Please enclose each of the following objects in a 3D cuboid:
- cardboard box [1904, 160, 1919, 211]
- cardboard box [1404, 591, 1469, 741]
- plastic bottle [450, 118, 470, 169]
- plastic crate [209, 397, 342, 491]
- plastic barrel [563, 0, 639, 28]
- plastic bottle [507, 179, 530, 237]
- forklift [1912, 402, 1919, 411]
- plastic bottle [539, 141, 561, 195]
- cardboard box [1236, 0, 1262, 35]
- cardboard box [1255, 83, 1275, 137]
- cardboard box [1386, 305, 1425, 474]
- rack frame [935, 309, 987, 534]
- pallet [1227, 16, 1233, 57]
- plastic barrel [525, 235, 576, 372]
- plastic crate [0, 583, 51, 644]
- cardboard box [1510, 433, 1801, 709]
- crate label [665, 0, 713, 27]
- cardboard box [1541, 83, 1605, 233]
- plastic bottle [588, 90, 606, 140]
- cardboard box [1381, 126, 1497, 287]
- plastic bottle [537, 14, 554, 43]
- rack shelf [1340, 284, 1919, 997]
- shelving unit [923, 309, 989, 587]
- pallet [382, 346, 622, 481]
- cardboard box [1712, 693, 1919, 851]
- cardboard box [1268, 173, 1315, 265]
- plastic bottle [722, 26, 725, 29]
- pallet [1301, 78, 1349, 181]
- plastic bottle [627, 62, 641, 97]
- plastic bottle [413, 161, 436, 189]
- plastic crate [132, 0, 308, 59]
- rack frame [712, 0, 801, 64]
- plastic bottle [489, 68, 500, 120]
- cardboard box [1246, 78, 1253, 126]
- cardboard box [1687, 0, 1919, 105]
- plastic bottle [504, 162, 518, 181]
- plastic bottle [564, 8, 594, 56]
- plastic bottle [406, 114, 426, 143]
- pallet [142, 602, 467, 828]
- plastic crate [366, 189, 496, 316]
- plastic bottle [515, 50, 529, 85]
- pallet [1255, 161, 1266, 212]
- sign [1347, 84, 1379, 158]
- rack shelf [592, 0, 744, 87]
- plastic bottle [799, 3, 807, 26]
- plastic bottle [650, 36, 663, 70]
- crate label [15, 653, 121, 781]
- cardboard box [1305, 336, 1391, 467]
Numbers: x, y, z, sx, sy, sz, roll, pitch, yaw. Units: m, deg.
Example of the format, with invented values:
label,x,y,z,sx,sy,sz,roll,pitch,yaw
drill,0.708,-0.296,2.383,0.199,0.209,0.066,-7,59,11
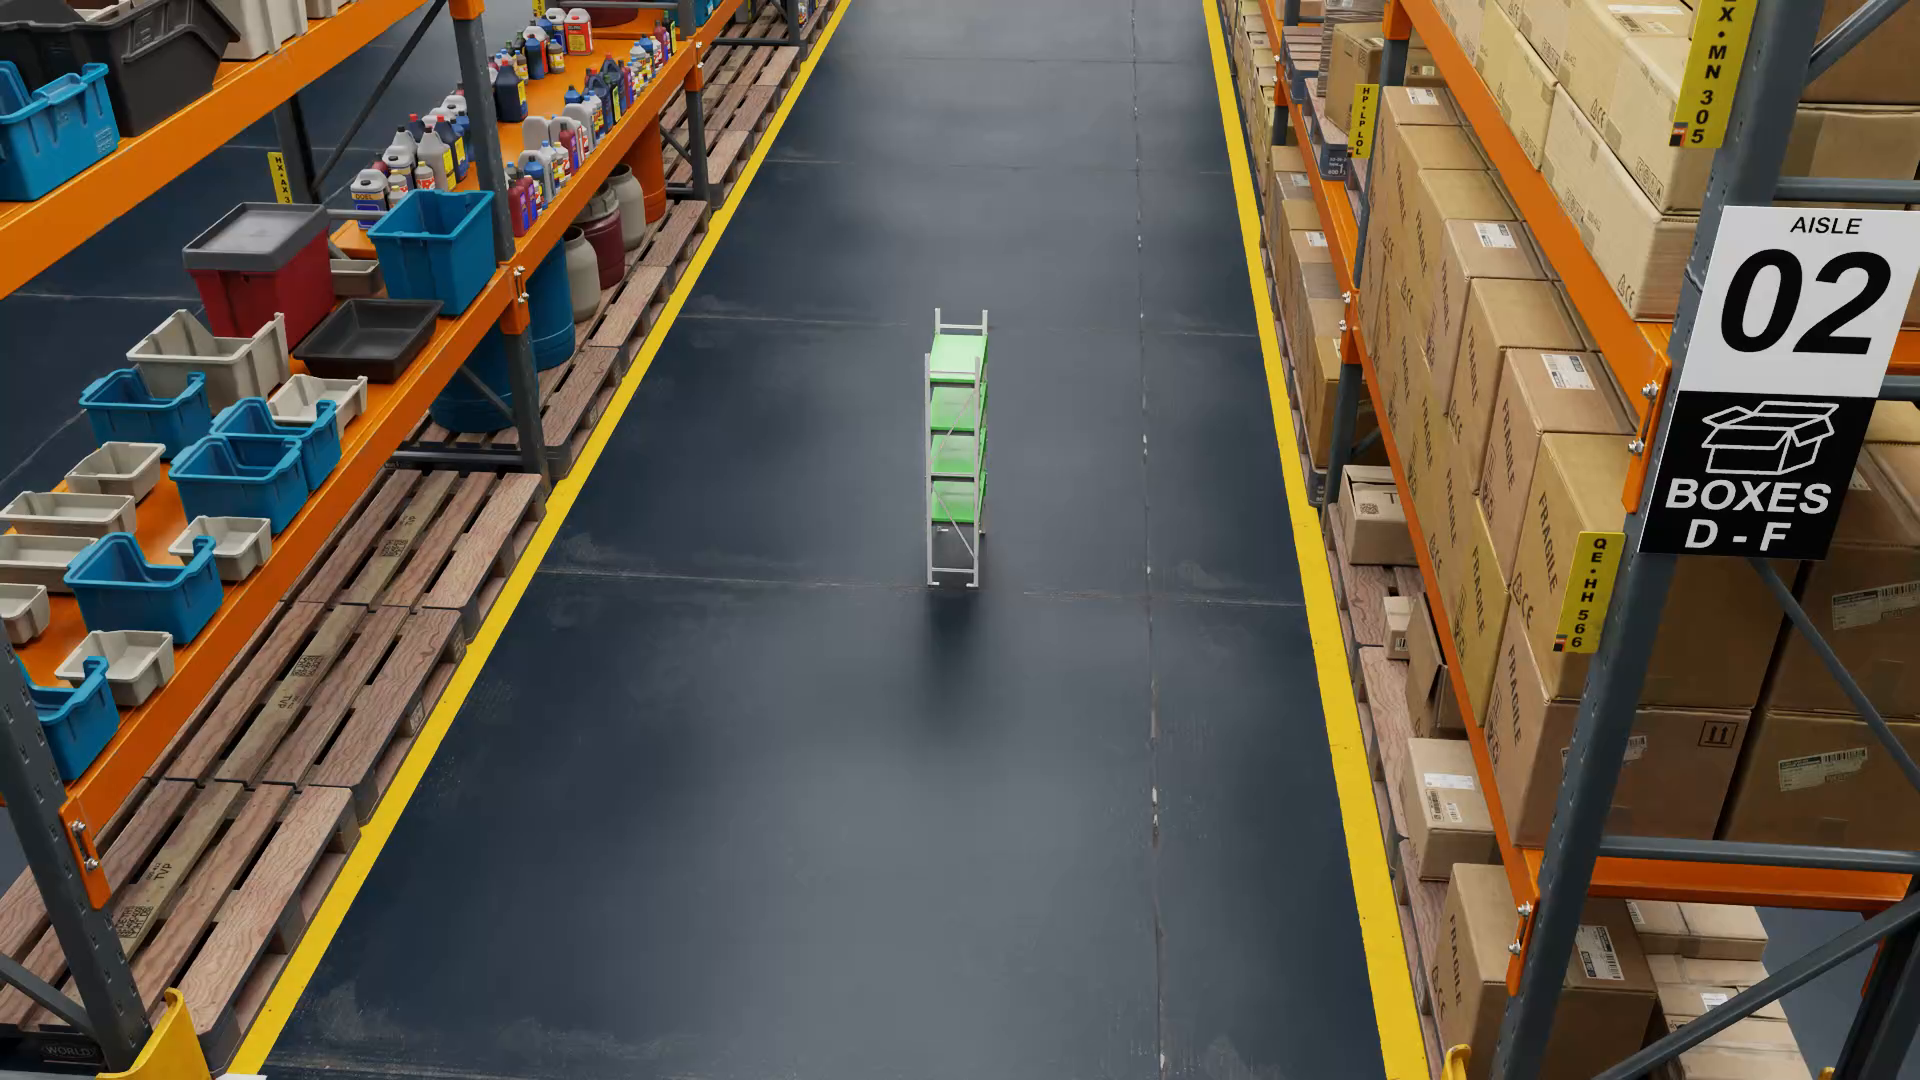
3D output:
label,x,y,z,sx,sy,sz,roll,pitch,yaw
cardboard box,2.284,-0.899,3.658,0.500,0.250,0.500,2,32,4
cardboard box,2.160,0.551,6.458,0.797,0.503,0.637,2,32,4
plastic bottle,-2.722,-2.145,8.995,0.097,0.271,0.097,0,32,0
plastic crate,-2.475,-0.344,6.052,0.416,0.233,0.300,2,32,4
plastic barrel,-2.567,-3.926,11.632,0.600,0.536,0.708,2,32,4
plastic bottle,-2.174,-1.645,8.171,0.061,0.283,0.133,2,32,4
forklift,4.853,-1.250,7.484,1.130,2.935,3.031,4,32,7
plastic bottle,-2.145,-1.943,8.666,0.097,0.271,0.097,0,32,0
cardboard box,2.677,-4.532,14.431,0.500,0.311,0.500,3,32,4
cardboard box,2.467,-3.203,12.274,0.500,0.311,0.500,2,32,3
cardboard box,1.913,-0.566,6.214,0.500,0.500,0.500,2,32,4
rack frame,0.006,-0.552,8.002,0.240,1.200,0.015,2,32,4
pallet,3.066,-4.718,15.704,1.003,0.211,1.213,2,32,4
plastic barrel,-2.510,-1.461,9.361,0.600,0.901,0.708,2,32,4
plastic crate,-3.068,0.223,5.223,0.396,0.136,0.243,2,32,4
cardboard box,1.744,0.071,4.227,0.500,0.500,0.500,2,32,4
crate label,-1.895,-3.746,11.628,0.303,0.233,0.416,2,32,4
cardboard box,1.813,-0.970,4.249,0.500,0.250,0.500,2,32,4
plastic bottle,-2.072,-2.408,9.421,0.097,0.271,0.097,0,32,0
cardboard box,1.948,-1.272,6.406,0.500,0.500,0.500,2,32,2
plastic bottle,-2.697,-3.286,10.846,0.097,0.271,0.097,0,32,0
rack shelf,2.145,0.045,6.004,1.077,0.370,4.000,2,32,4
shelving unit,-0.013,-0.424,7.795,0.258,1.200,0.503,2,32,4
pallet,-2.524,-0.736,9.243,1.003,0.211,1.213,2,32,4
cardboard box,2.281,0.521,4.451,0.500,0.500,0.500,3,32,5
cardboard box,2.275,-2.022,10.636,0.500,0.500,0.500,1,32,2
plastic bottle,-2.258,-4.903,15.595,0.097,0.201,0.097,0,32,0
pallet,2.480,-2.300,9.307,1.003,0.211,1.213,2,32,4
plastic bottle,-2.005,-2.813,10.144,0.097,0.201,0.097,0,32,0
plastic bottle,-2.763,-1.852,8.585,0.097,0.201,0.097,0,32,0
plastic crate,-2.466,-1.802,5.568,0.437,0.282,0.530,2,32,4
rack frame,-1.977,-5.704,14.647,1.000,3.000,0.127,2,32,4
plastic bottle,-2.773,-2.622,9.764,0.152,0.276,0.135,2,32,4
cardboard box,2.555,-3.494,13.282,0.500,0.250,0.500,3,32,5
cardboard box,2.008,-1.230,3.480,0.700,0.500,0.500,2,32,4
plastic bottle,-2.307,-1.849,8.581,0.097,0.201,0.097,0,32,0
plastic bottle,-2.509,-3.341,10.930,0.152,0.276,0.135,2,32,4
plastic bottle,-2.865,-2.091,8.831,0.144,0.351,0.185,2,32,4
pallet,-2.747,0.692,6.926,1.003,0.211,1.213,2,32,4
plastic crate,-2.327,-1.281,7.428,0.392,0.384,0.575,2,32,4
plastic bottle,-2.746,-2.944,10.358,0.097,0.201,0.097,0,32,0
pallet,2.739,-2.641,12.334,1.003,0.211,1.213,2,32,4
sign,1.754,-1.822,7.244,0.100,0.325,0.005,2,32,4
rack shelf,-2.140,-4.352,13.139,1.077,0.370,4.000,2,32,4
plastic bottle,-1.498,-4.955,15.678,0.097,0.201,0.097,0,32,0
plastic bottle,-1.957,-3.118,10.640,0.097,0.201,0.097,0,32,0
crate label,-2.606,0.501,4.680,0.416,0.233,0.303,2,32,4
cardboard box,2.062,-0.701,8.492,0.500,0.500,0.500,2,32,4
